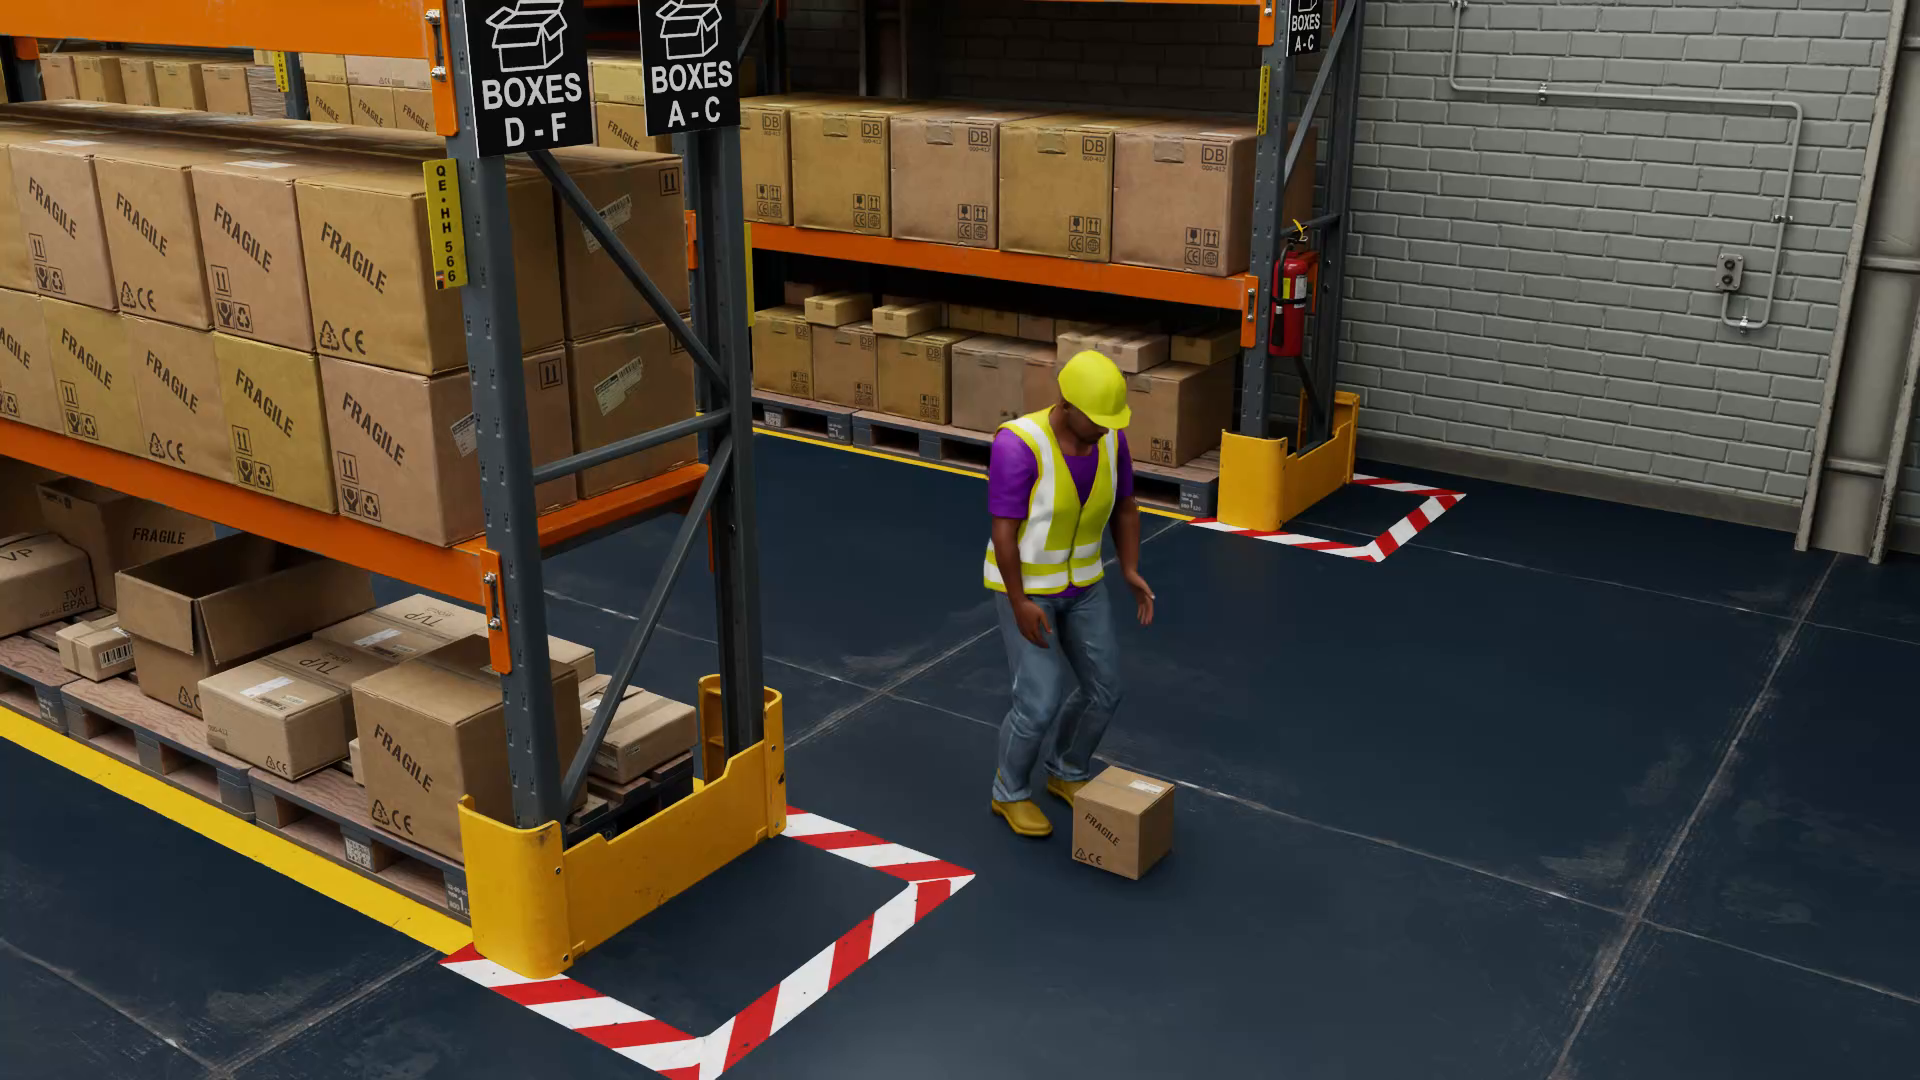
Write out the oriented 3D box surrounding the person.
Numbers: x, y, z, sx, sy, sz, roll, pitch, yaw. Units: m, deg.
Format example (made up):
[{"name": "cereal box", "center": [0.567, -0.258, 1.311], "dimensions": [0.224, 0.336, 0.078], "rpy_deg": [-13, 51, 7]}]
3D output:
[{"name": "person", "center": [0.362, 0.169, 5.676], "dimensions": [0.599, 1.693, 0.491], "rpy_deg": [-13, 23, -31]}]
